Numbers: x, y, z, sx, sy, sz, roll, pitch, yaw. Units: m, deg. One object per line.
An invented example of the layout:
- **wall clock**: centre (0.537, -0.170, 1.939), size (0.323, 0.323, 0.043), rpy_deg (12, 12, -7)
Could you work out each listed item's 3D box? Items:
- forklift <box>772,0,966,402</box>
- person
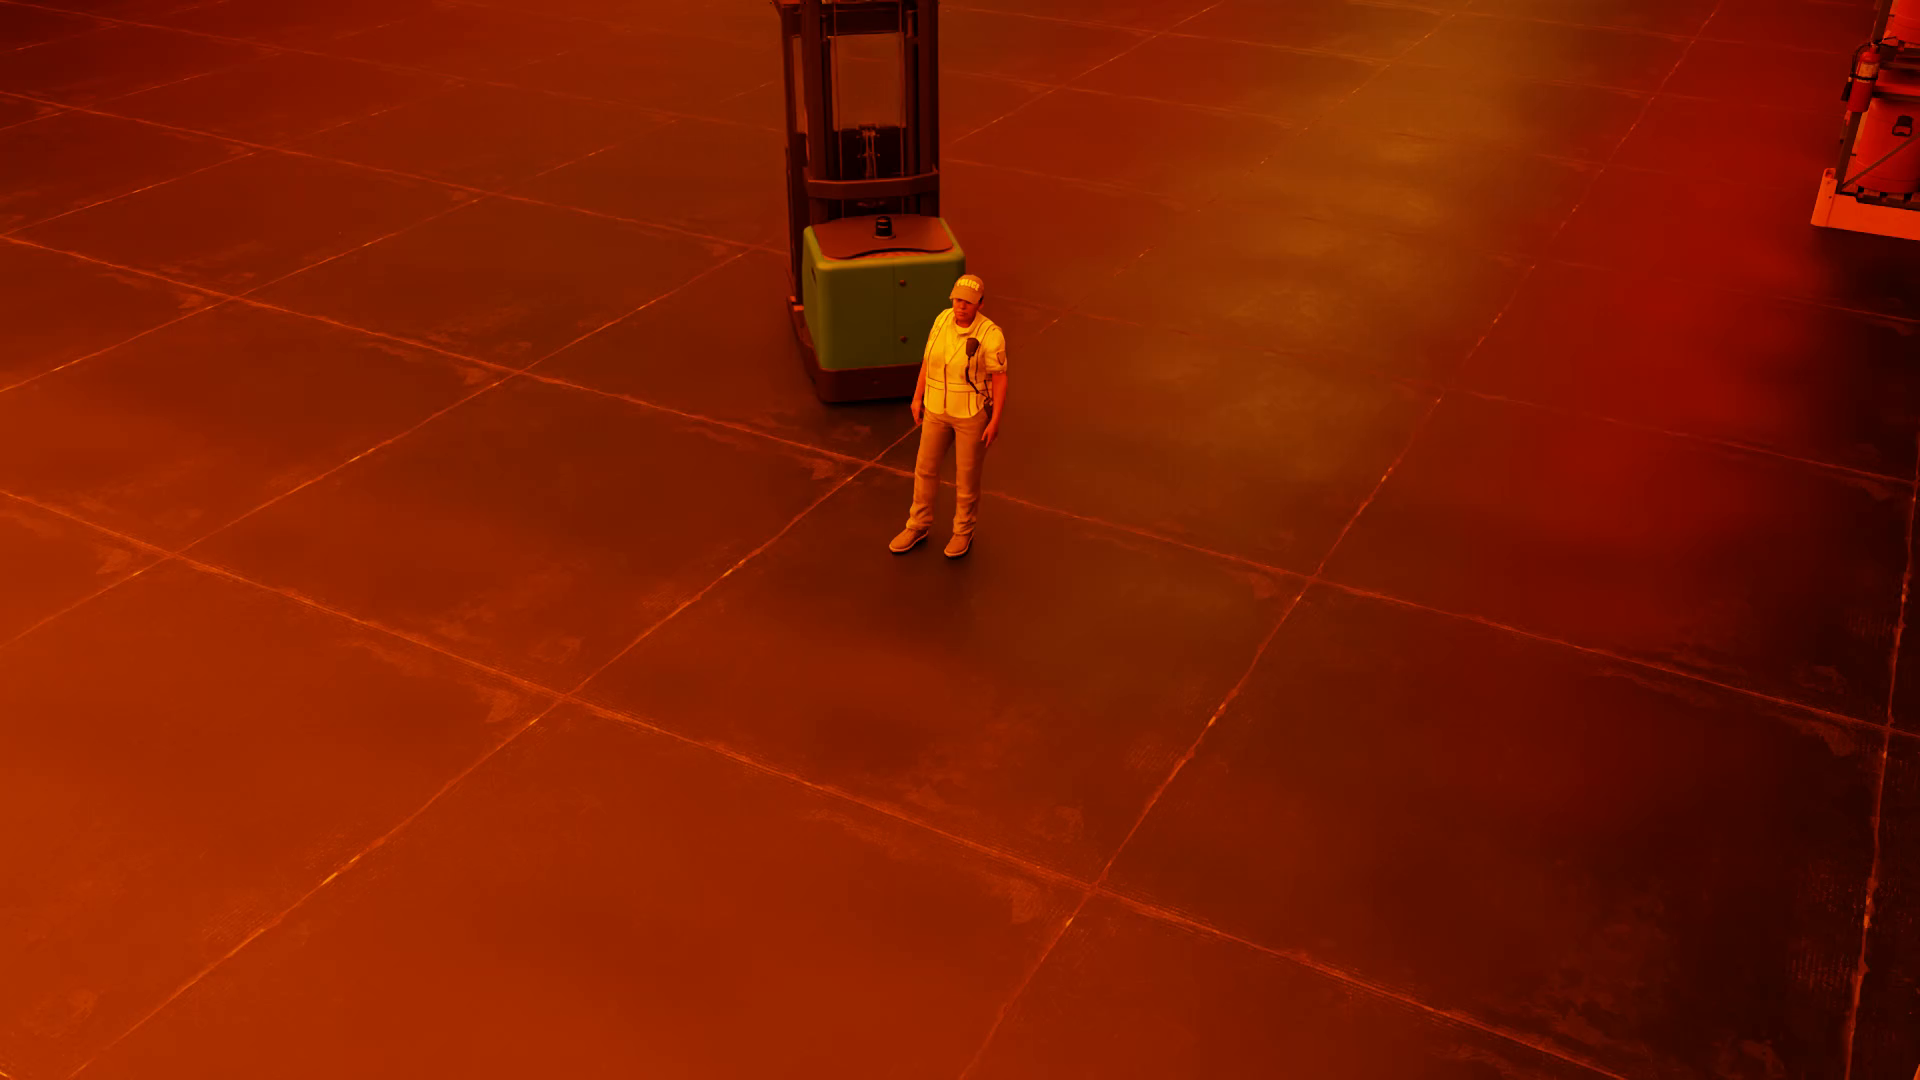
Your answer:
- **forklift**: centre (-0.743, -2.944, 12.172), size (1.130, 2.935, 3.031), rpy_deg (-6, 30, -10)
- **person**: centre (-0.057, -0.700, 9.534), size (0.599, 1.670, 0.529), rpy_deg (15, 33, 25)
